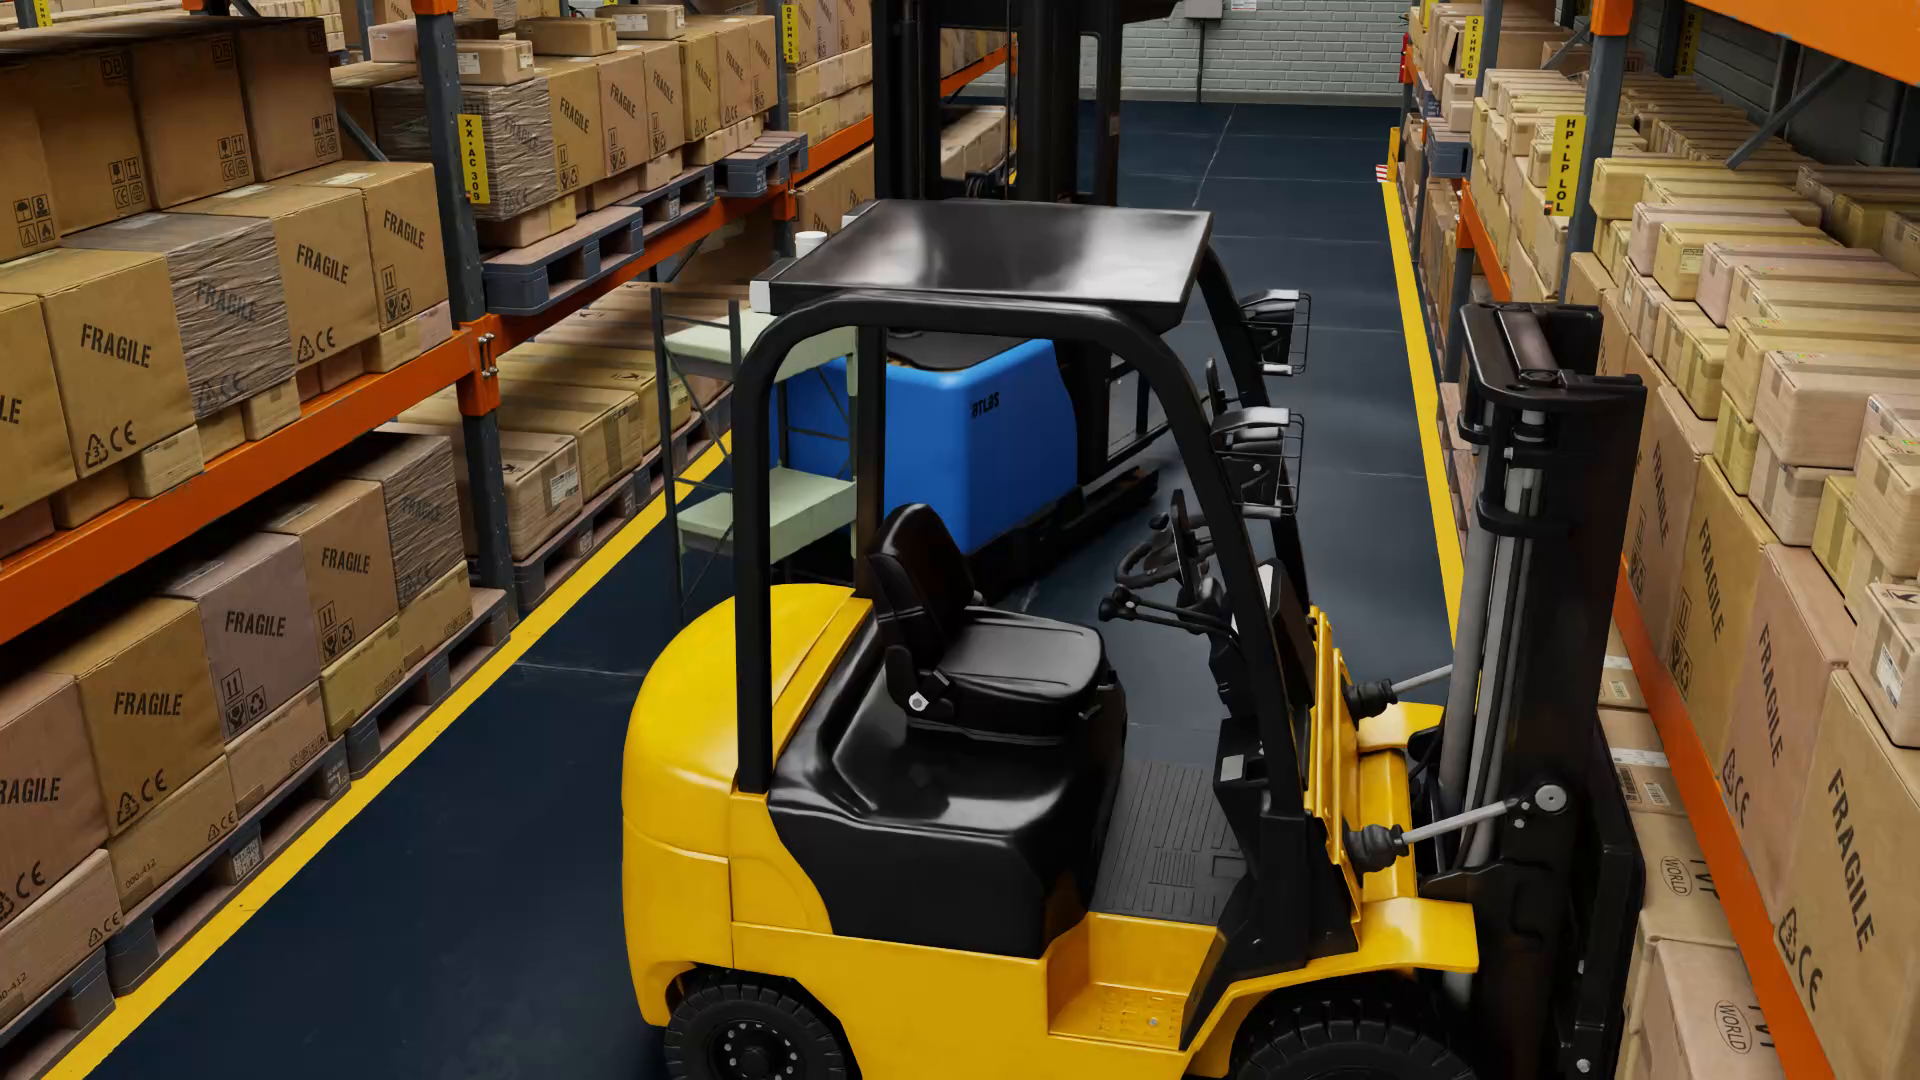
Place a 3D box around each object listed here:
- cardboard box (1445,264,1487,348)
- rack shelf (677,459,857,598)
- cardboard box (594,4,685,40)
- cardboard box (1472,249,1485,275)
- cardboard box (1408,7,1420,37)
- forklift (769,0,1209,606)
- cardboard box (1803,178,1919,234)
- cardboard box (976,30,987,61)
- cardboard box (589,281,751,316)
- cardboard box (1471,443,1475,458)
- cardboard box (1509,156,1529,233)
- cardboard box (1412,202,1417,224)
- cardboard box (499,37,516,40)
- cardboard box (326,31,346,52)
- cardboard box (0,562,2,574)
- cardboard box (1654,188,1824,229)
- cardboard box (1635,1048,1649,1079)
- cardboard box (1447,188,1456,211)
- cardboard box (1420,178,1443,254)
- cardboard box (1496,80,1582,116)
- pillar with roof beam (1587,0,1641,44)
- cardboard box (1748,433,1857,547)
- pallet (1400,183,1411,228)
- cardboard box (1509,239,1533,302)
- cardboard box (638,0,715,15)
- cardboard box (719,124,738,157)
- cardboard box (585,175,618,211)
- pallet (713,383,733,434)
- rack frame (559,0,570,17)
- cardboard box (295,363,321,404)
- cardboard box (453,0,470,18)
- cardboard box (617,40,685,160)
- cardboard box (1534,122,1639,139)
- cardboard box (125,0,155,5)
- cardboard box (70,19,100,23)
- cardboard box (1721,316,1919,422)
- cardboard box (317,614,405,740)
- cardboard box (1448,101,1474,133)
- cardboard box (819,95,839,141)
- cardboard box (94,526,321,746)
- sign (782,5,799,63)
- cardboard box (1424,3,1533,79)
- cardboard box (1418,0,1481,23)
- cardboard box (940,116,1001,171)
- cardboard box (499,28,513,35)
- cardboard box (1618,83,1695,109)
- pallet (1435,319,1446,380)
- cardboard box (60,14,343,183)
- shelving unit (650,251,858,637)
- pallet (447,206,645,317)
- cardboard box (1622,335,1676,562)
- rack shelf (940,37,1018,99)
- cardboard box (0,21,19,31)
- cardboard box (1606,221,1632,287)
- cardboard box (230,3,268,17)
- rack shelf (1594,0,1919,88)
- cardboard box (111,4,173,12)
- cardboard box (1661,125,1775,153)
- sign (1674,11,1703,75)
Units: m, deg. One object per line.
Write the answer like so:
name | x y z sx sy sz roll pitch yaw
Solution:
cardboard box | 3.201 -1.350 9.975 0.500 0.500 0.500 5 22 12
rack shelf | -0.780 -0.018 6.762 0.431 0.370 0.720 13 25 29
cardboard box | -1.593 -2.581 8.285 0.380 0.149 0.250 3 22 8
cardboard box | 3.178 -1.680 9.925 0.380 0.149 0.250 3 22 8
cardboard box | 4.601 -4.993 16.038 0.500 0.250 0.500 5 22 11
forklift | 0.337 -1.566 7.819 1.130 2.935 3.031 13 25 29
cardboard box | 2.647 -0.938 4.767 0.380 0.149 0.250 4 22 9
cardboard box | -0.047 -4.735 15.462 0.500 0.500 0.500 5 22 13
cardboard box | -1.660 -1.291 9.999 0.950 0.372 0.625 3 22 7
cardboard box | 3.058 -0.770 8.368 0.875 0.625 0.625 5 23 13
cardboard box | 2.566 -1.418 6.890 0.500 0.250 0.500 5 22 12
cardboard box | 3.967 -2.705 13.810 0.380 0.149 0.250 4 22 9
cardboard box | -2.165 -2.185 8.169 0.500 0.500 0.500 4 22 9
cardboard box | -5.473 -4.242 14.146 0.380 0.149 0.250 4 22 10
cardboard box | -2.608 0.042 4.070 0.380 0.149 0.250 5 22 12
cardboard box | 2.145 -0.876 4.613 0.380 0.149 0.250 4 22 10
cardboard box | 1.599 1.246 3.193 0.500 0.250 0.500 4 22 10
cardboard box | 3.602 -2.350 11.588 0.380 0.149 0.250 5 23 13
cardboard box | 3.822 -2.482 12.786 0.500 0.500 0.500 5 23 13
cardboard box | 2.891 -2.203 8.307 0.380 0.149 0.250 5 22 12
pillar with roof beam | 0.951 -6.904 12.950 9.100 9.000 0.400 4 22 11
cardboard box | 1.695 -0.091 3.061 0.380 0.149 0.250 4 22 9
pallet | 4.529 -3.012 15.050 1.003 0.211 1.213 4 22 11
cardboard box | 2.452 -1.000 6.522 0.500 0.250 0.500 4 22 11
cardboard box | -1.686 -3.240 10.411 0.500 0.500 0.500 4 22 9
cardboard box | -1.422 -2.171 9.002 0.380 0.149 0.250 3 22 8
cardboard box | -1.793 -1.605 7.598 0.380 0.149 0.250 5 22 12
pallet | -1.696 -0.942 9.909 1.003 0.211 1.213 4 22 11
rack frame | -4.769 -5.787 18.207 1.000 3.000 0.127 4 22 11
cardboard box | -2.357 -0.530 5.489 0.380 0.149 0.250 4 22 10
cardboard box | -5.006 -5.033 15.804 0.500 0.500 0.500 4 22 10
cardboard box | -1.665 -2.138 8.054 0.500 0.500 0.500 4 22 9
cardboard box | 2.593 -1.640 6.908 0.380 0.149 0.250 5 22 11
cardboard box | -9.443 -6.073 18.720 0.500 0.250 0.500 4 22 10
cardboard box | -6.011 -3.558 11.650 0.380 0.149 0.250 4 22 11
cardboard box | 1.721 -0.325 3.245 0.380 0.149 0.250 5 22 12
cardboard box | -2.308 0.455 5.827 0.500 0.250 0.500 4 22 9
cardboard box | 3.083 -2.492 9.799 0.380 0.149 0.250 5 22 12
cardboard box | -1.102 -2.800 10.992 0.500 0.250 0.500 4 22 9
cardboard box | -2.415 0.284 5.247 0.500 0.500 0.500 6 23 14
sign | -1.002 -2.983 9.802 0.100 0.325 0.005 4 22 11
cardboard box | 3.823 -3.688 12.300 0.700 0.500 0.500 5 22 12
cardboard box | 4.295 -4.792 14.535 0.500 0.500 0.500 5 22 12
cardboard box | -0.118 -3.869 16.312 0.875 0.438 0.875 5 22 12
cardboard box | -4.795 -5.160 16.986 0.380 0.149 0.250 3 22 9
cardboard box | 3.400 -2.162 8.206 0.380 0.149 0.250 4 22 11
pallet | 3.514 -1.121 10.353 1.003 0.211 1.213 4 22 11
cardboard box | -2.653 -1.562 5.846 0.700 0.500 0.500 4 22 10
shelving unit | -0.780 -0.320 6.640 0.431 1.500 0.755 13 25 29
pallet | -2.053 -1.237 7.168 1.003 0.211 1.213 4 22 11
cardboard box | 1.970 -0.208 4.221 0.500 0.500 0.500 4 22 10
rack shelf | -0.311 -4.382 15.681 1.077 0.370 4.000 4 22 11
cardboard box | -6.697 -3.521 11.560 0.380 0.149 0.250 4 22 10
cardboard box | 2.135 -0.837 4.914 0.380 0.149 0.250 5 22 12
cardboard box | -5.692 -4.138 13.092 0.380 0.149 0.250 4 22 9
rack shelf | 2.100 -1.007 3.287 1.077 0.370 4.000 4 22 11
cardboard box | -6.379 -4.096 12.988 0.380 0.149 0.250 5 23 13
cardboard box | 3.102 -1.603 6.816 0.380 0.149 0.250 4 22 11
sign | 3.869 -2.640 8.843 0.100 0.325 0.005 4 22 11
